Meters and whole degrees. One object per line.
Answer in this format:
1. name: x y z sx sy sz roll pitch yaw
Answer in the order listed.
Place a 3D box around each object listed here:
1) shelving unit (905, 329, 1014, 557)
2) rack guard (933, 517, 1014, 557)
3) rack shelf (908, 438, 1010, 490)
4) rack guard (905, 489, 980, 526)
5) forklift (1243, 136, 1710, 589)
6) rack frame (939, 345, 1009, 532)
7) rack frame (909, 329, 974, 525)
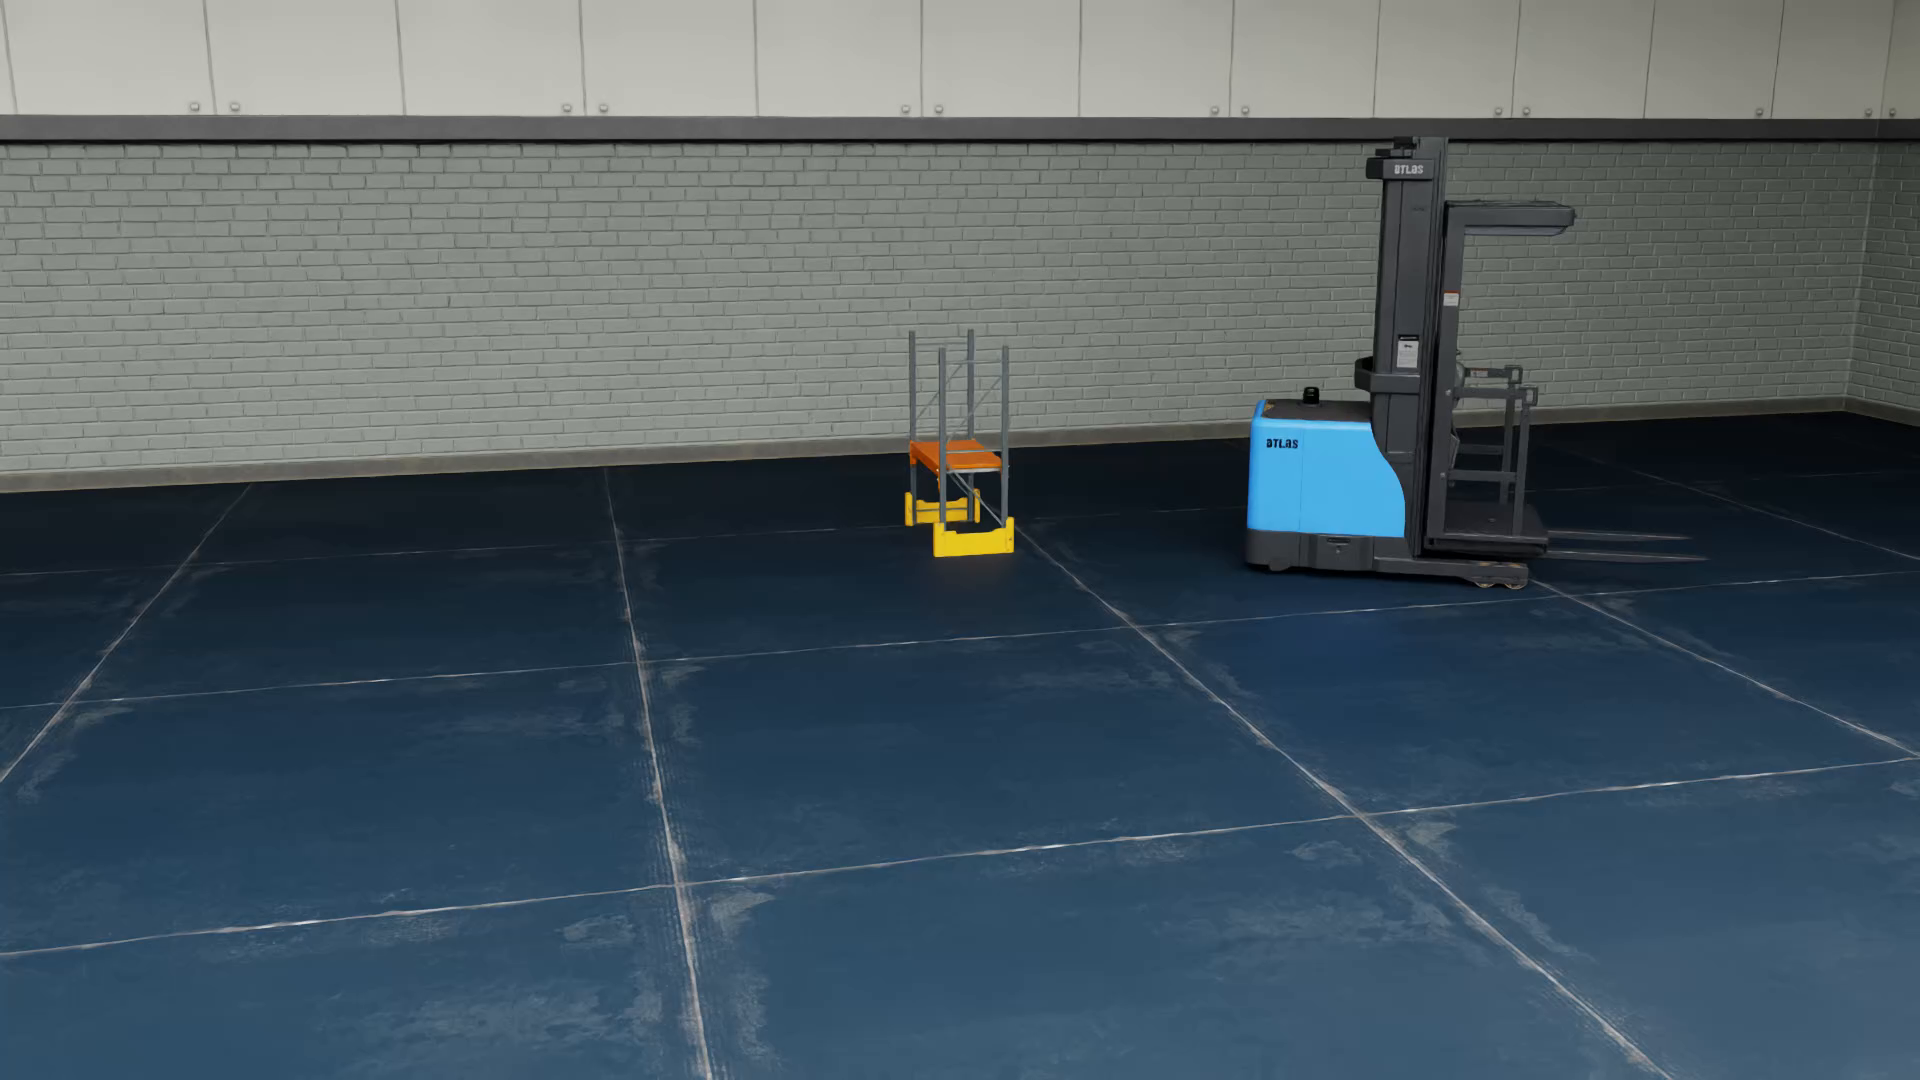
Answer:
1. shelving unit: -0.018 -0.746 12.321 0.587 1.500 1.083 -3 14 -13
2. rack guard: 0.099 -0.024 11.999 0.587 0.250 0.087 -3 14 -13
3. rack shelf: -0.020 -0.574 12.372 0.538 0.185 1.000 -3 14 -13
4. rack guard: -0.135 -0.254 12.940 0.587 0.250 0.087 -3 14 -13
5. forklift: 3.541 -1.233 11.299 3.031 2.935 1.130 3 14 12
6. rack frame: 0.099 -0.631 11.850 0.500 1.500 0.032 -3 14 -13
7. rack frame: -0.139 -0.866 12.810 0.500 1.500 0.032 -3 14 -13
